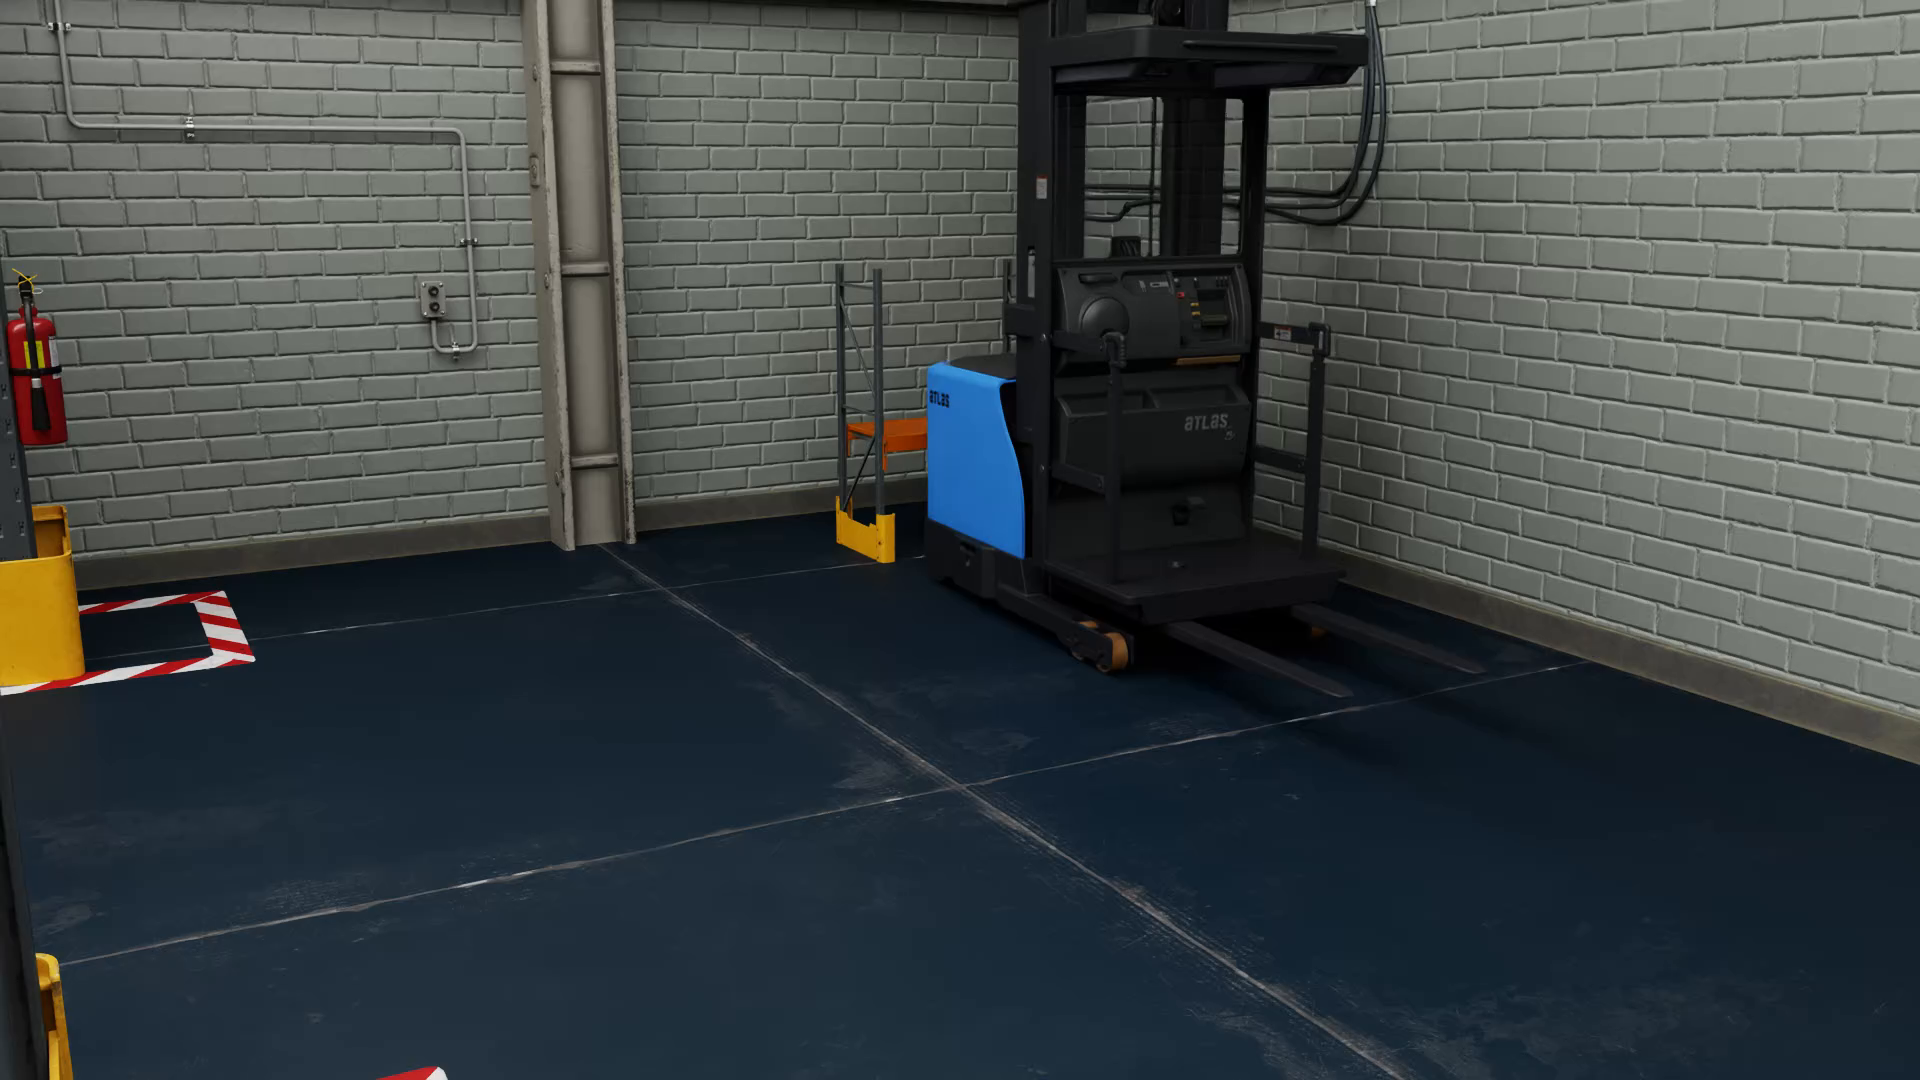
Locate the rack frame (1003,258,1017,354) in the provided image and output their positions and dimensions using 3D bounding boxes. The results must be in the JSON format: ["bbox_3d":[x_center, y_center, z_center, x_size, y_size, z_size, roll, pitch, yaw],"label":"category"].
[{"bbox_3d":[0.371,-0.776,9.142,0.032,1.500,0.500,-7,14,-28],"label":"rack frame"}]

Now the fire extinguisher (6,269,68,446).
[{"bbox_3d":[-3.604,-0.713,6.470,0.183,0.674,0.296,-7,14,-28],"label":"fire extinguisher"}]

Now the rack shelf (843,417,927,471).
[{"bbox_3d":[-0.075,-0.547,8.944,1.000,0.185,0.538,-7,14,-28],"label":"rack shelf"}]

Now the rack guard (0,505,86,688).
[{"bbox_3d":[-3.936,0.212,7.031,0.348,0.500,1.175,-7,14,-28],"label":"rack guard"}]

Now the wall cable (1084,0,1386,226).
[{"bbox_3d":[1.178,-2.943,8.765,0.112,2.526,3.097,-7,14,-28],"label":"wall cable"}]

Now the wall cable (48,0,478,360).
[{"bbox_3d":[-3.287,-1.818,8.042,1.851,1.984,0.084,-7,14,-28],"label":"wall cable"}]

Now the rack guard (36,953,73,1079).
[{"bbox_3d":[-1.647,1.176,2.744,0.348,0.500,1.175,-7,14,-28],"label":"rack guard"}]

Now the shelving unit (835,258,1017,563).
[{"bbox_3d":[-0.067,-0.724,8.909,1.083,1.500,0.587,-7,14,-28],"label":"shelving unit"}]

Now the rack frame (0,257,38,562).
[{"bbox_3d":[-3.957,-1.005,6.745,0.127,3.000,1.000,-7,14,-28],"label":"rack frame"}]

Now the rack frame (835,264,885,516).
[{"bbox_3d":[-0.521,-0.669,8.667,0.032,1.500,0.500,-7,14,-28],"label":"rack frame"}]

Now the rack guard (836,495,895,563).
[{"bbox_3d":[-0.504,-0.062,8.813,0.087,0.250,0.587,-7,14,-28],"label":"rack guard"}]

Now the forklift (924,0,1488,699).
[{"bbox_3d":[0.932,-1.003,6.891,1.130,2.935,3.031,-6,14,-26],"label":"forklift"}]

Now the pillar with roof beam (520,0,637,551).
[{"bbox_3d":[0.061,-3.553,4.403,0.400,9.000,9.100,-7,14,-28],"label":"pillar with roof beam"}]
